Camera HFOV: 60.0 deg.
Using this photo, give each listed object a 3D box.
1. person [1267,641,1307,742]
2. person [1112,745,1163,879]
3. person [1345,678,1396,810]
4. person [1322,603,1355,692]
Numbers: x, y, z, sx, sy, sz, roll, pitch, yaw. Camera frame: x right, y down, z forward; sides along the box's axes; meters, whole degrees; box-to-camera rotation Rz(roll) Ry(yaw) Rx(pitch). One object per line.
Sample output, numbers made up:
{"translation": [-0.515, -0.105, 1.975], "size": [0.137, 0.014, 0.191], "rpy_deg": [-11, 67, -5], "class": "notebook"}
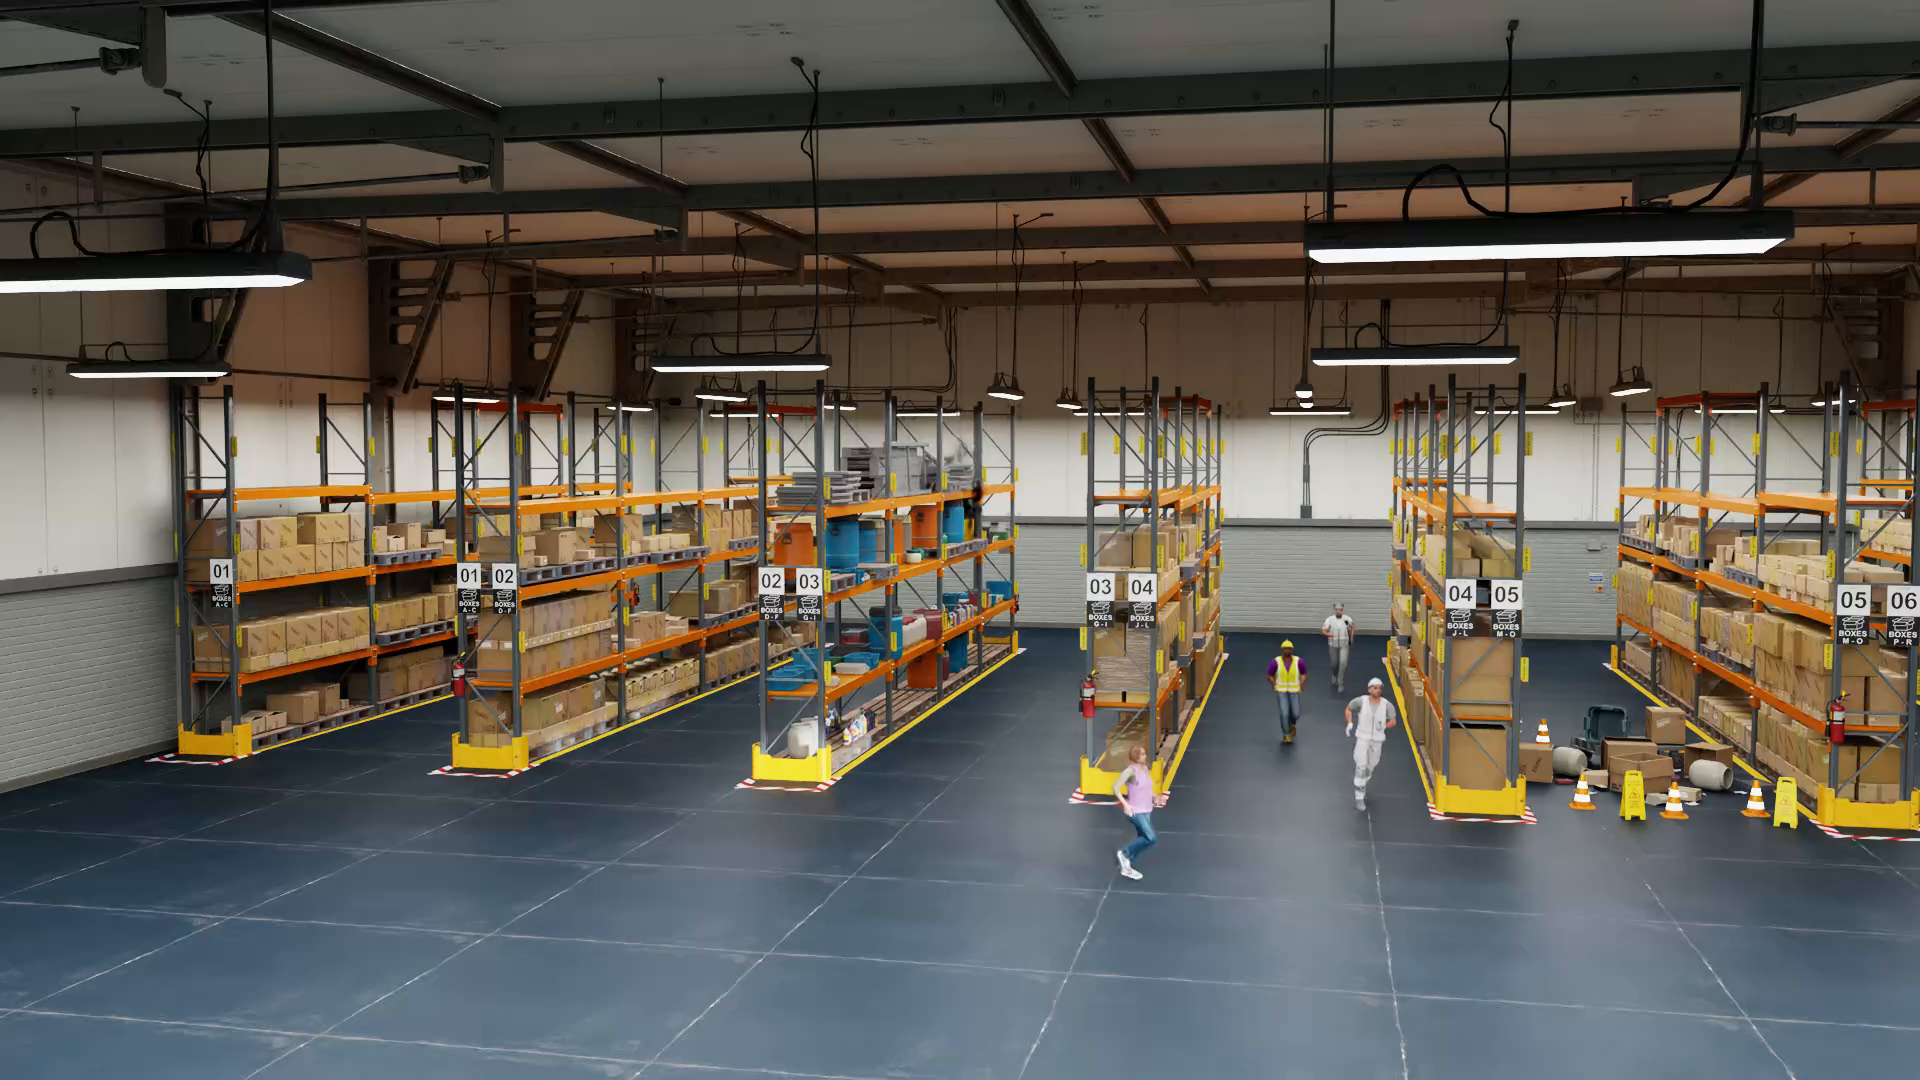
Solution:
{"translation": [5.548, 2.562, 28.167], "size": [0.679, 1.721, 0.575], "rpy_deg": [0, 3, 7], "class": "person"}
{"translation": [2.090, 3.144, 19.172], "size": [0.538, 1.559, 0.522], "rpy_deg": [2, 4, 35], "class": "person"}
{"translation": [5.748, 2.834, 23.286], "size": [0.687, 1.837, 0.855], "rpy_deg": [0, 3, 4], "class": "person"}
{"translation": [7.828, 2.190, 34.387], "size": [0.671, 1.806, 0.969], "rpy_deg": [1, 3, 13], "class": "person"}
